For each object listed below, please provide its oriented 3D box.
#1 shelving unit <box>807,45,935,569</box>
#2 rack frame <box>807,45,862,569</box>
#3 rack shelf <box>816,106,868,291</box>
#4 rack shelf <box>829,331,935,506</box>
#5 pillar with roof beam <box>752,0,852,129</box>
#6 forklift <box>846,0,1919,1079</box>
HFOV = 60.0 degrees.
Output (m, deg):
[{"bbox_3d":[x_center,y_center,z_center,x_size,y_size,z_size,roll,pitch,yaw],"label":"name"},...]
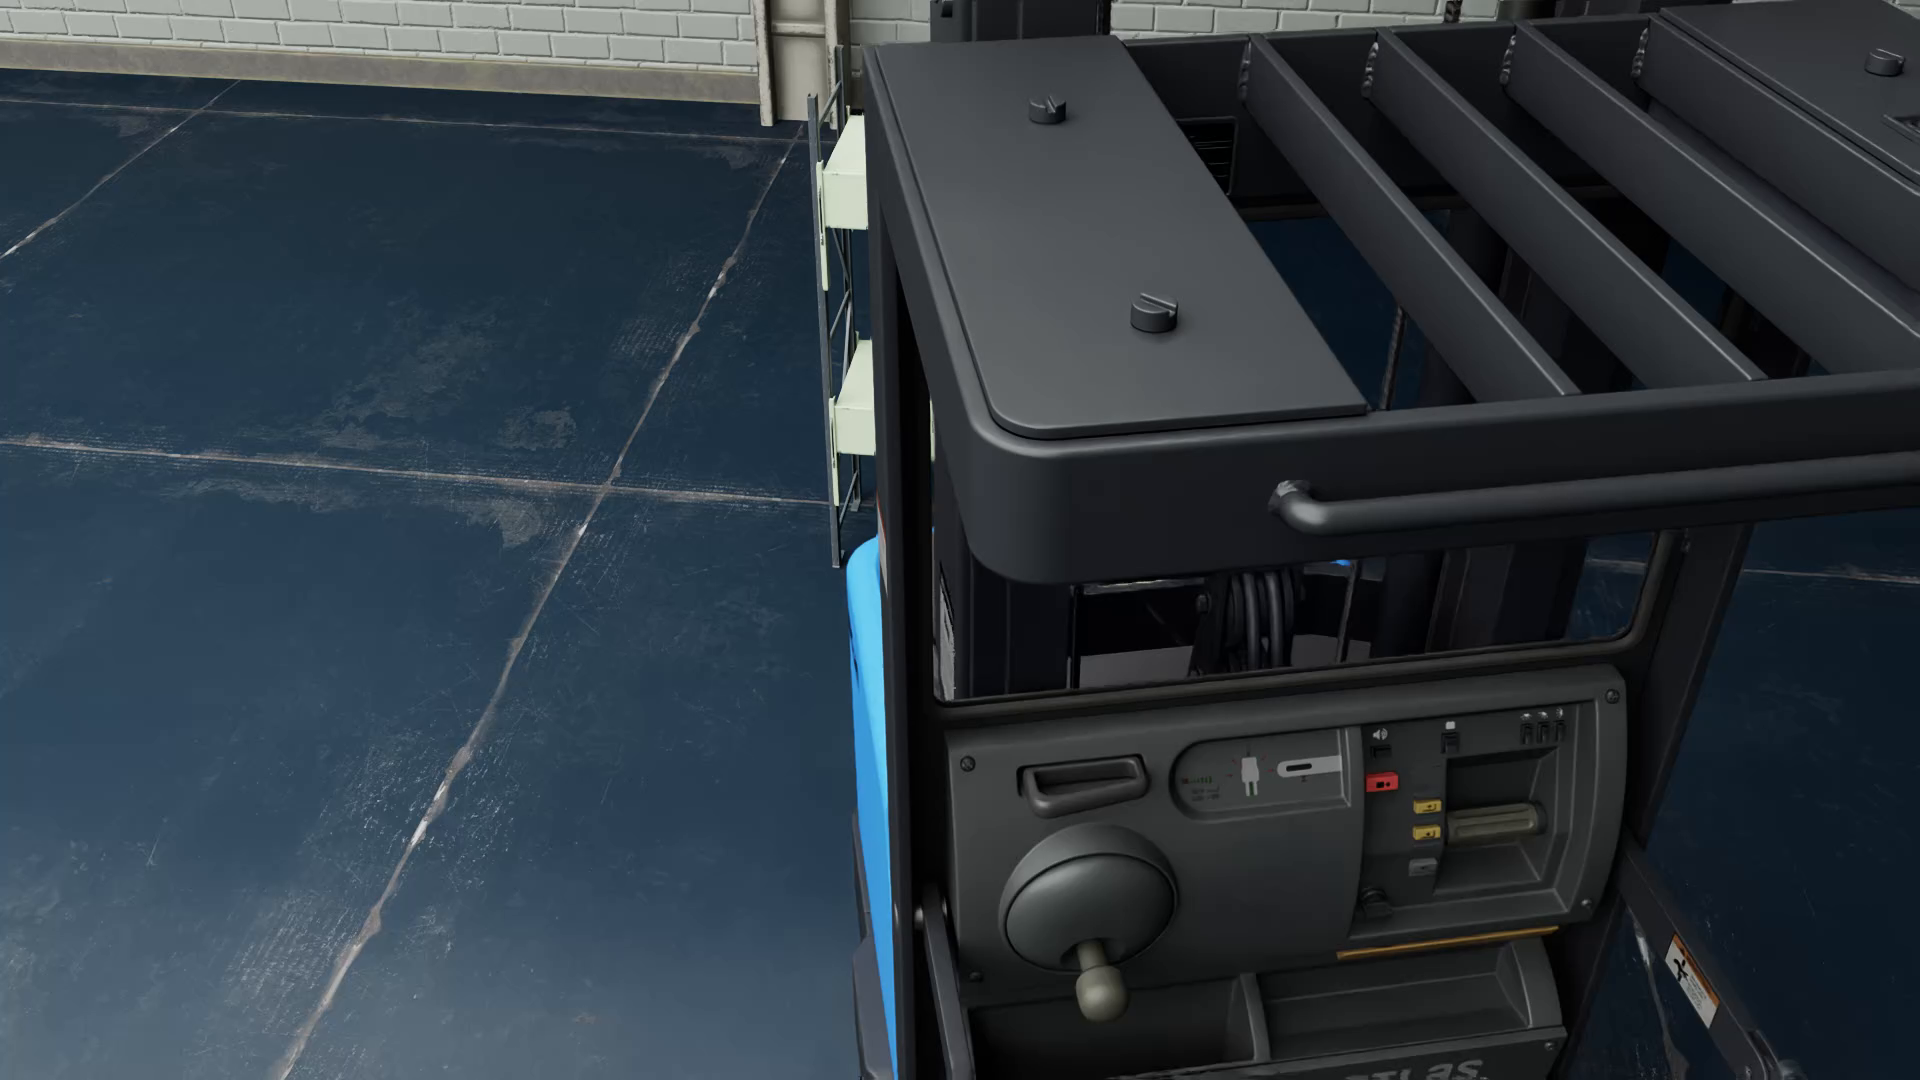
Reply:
[{"bbox_3d":[0.007,-0.610,4.814,0.755,1.500,0.431,4,36,6],"label":"shelving unit"},{"bbox_3d":[-0.356,-0.637,4.852,0.023,1.500,0.400,4,36,6],"label":"rack frame"},{"bbox_3d":[0.007,-0.928,4.587,0.720,0.370,0.431,4,36,6],"label":"rack shelf"},{"bbox_3d":[0.007,-0.345,5.003,0.720,0.370,0.431,4,36,6],"label":"rack shelf"},{"bbox_3d":[-1.297,-3.268,2.082,0.400,9.000,9.100,4,36,6],"label":"pillar with roof beam"},{"bbox_3d":[0.483,0.471,2.066,1.130,2.935,3.031,-5,36,-7],"label":"forklift"}]
